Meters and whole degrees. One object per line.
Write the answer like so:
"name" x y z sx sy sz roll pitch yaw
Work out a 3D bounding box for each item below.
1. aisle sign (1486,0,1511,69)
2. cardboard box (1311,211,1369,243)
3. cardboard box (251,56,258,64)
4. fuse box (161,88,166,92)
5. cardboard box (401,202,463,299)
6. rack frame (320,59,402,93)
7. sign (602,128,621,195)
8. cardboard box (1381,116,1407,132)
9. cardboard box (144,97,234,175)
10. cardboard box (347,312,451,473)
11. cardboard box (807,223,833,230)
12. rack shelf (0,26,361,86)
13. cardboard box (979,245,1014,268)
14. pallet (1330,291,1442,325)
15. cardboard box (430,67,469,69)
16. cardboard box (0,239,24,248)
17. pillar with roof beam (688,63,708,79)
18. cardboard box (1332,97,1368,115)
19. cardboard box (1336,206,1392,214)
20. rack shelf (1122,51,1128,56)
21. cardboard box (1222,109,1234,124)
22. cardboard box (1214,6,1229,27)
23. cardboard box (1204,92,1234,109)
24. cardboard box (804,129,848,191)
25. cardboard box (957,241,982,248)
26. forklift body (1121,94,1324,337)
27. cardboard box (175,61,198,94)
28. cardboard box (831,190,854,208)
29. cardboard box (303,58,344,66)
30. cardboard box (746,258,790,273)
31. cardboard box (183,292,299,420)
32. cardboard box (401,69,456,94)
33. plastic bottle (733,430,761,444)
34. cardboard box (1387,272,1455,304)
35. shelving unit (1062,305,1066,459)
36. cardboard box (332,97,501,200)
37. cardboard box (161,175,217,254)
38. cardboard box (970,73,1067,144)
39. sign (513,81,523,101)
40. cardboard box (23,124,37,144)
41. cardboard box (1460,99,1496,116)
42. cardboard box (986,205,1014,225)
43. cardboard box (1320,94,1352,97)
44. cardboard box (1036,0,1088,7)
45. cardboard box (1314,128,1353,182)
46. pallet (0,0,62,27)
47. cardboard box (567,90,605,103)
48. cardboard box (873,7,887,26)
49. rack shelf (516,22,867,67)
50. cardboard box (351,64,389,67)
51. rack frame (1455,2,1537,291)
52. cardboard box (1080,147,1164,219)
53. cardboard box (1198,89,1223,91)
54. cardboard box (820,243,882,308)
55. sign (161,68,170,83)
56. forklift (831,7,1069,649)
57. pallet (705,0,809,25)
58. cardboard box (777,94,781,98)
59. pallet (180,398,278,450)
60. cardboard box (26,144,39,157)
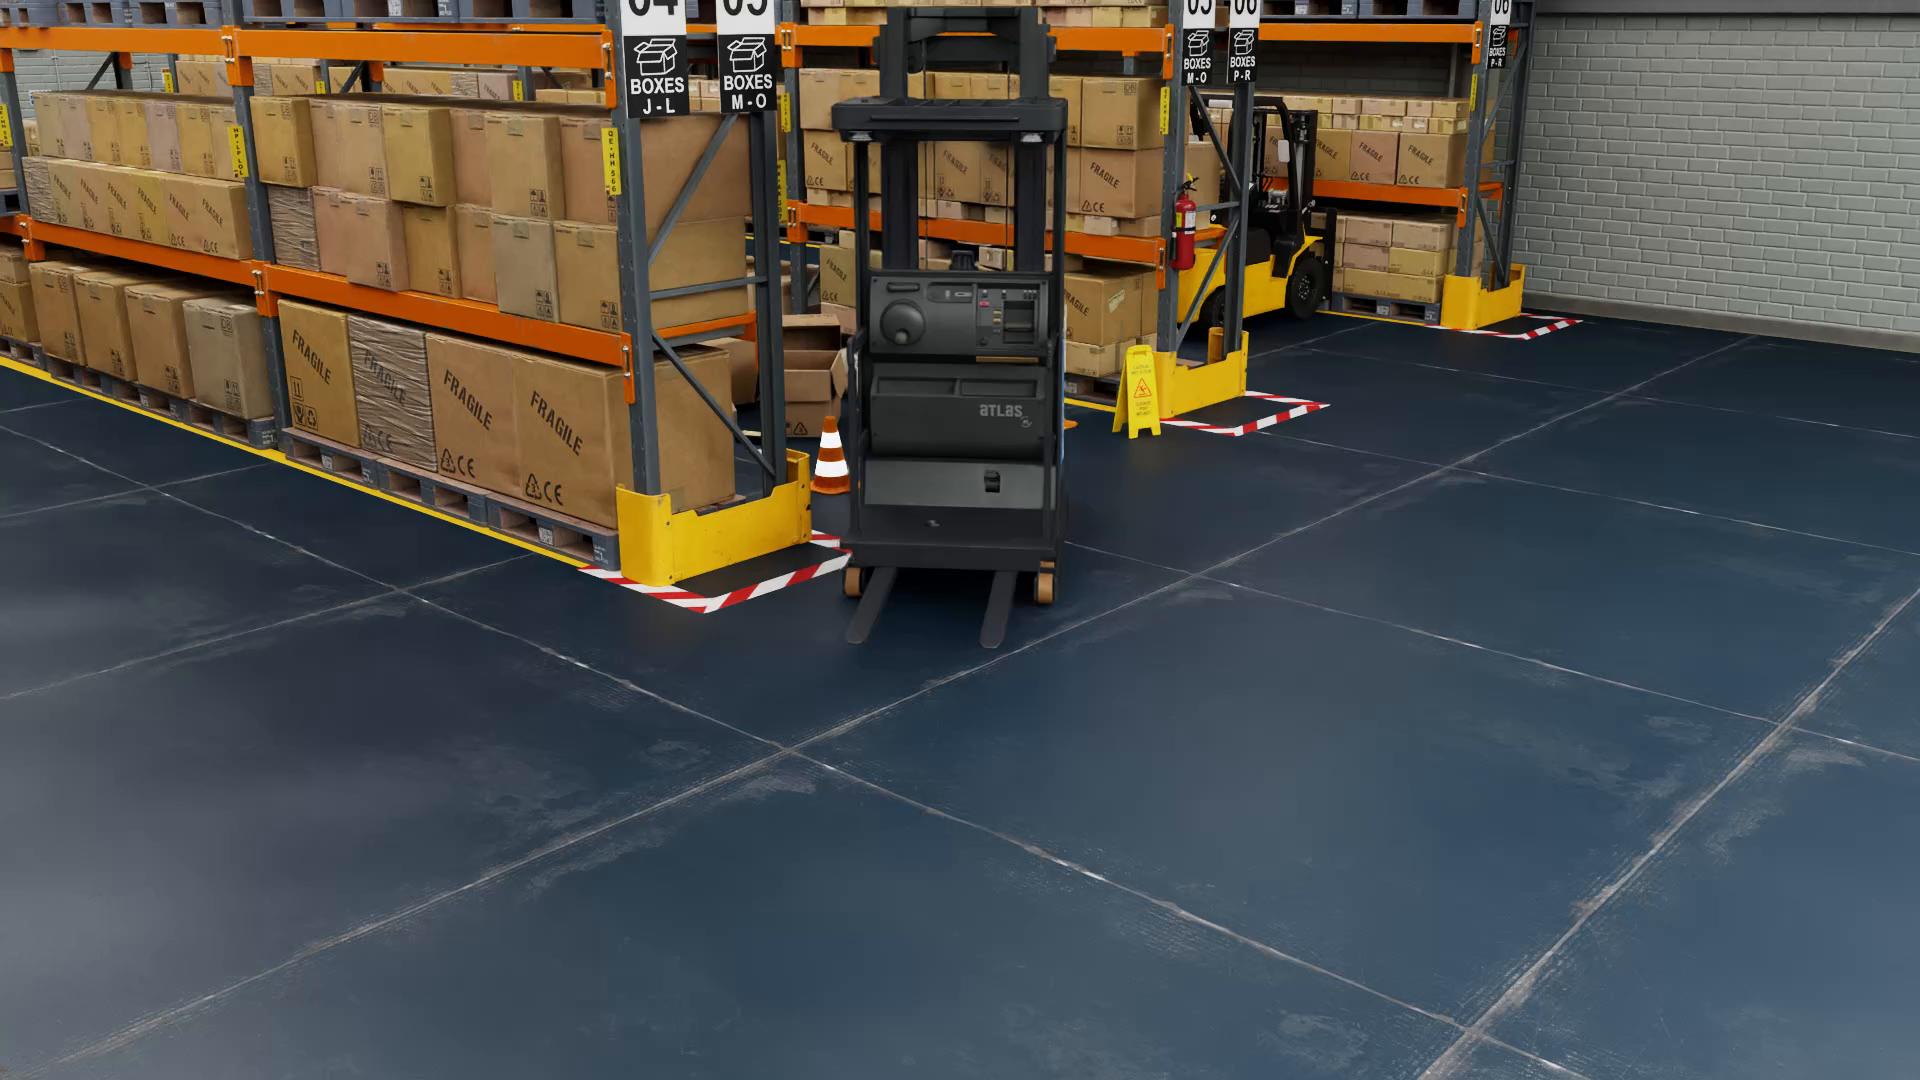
"aisle sign" 4.991 -4.766 15.374 0.004 0.787 0.394 15 23 39
"cardboard box" 3.816 -3.195 16.919 0.500 0.250 0.500 15 23 40
"cardboard box" -8.680 -6.033 20.771 0.250 0.149 0.380 15 23 39
"fuse box" -12.851 -6.654 27.751 0.414 1.711 0.539 15 23 39
"cardboard box" -2.858 -1.822 10.146 0.500 0.550 0.875 15 23 39
"rack frame" -7.130 -4.893 20.069 0.127 3.000 1.000 15 23 39
"sign" -1.735 -1.888 8.295 0.005 0.325 0.100 15 23 39
"cardboard box" 4.328 -4.080 16.273 0.250 0.149 0.380 16 23 40
"cardboard box" -5.496 -2.973 12.202 0.500 0.500 0.700 15 23 40
"cardboard box" -3.256 -1.011 10.657 0.875 0.875 0.875 15 23 40
"cardboard box" -1.673 -4.361 21.832 0.500 0.500 0.500 15 23 38
"rack shelf" -5.852 -3.634 12.335 4.000 0.370 1.077 15 23 39
"cardboard box" 0.372 -2.304 13.452 0.250 0.149 0.380 16 24 42
"pallet" 4.537 -2.422 16.894 1.213 0.211 1.003 15 23 39
"cardboard box" -5.871 -5.175 19.142 0.500 0.500 0.500 16 24 41
"cardboard box" -8.419 -2.492 14.704 0.500 0.250 0.500 15 23 40
"pillar with roof beam" -6.618 -8.245 20.717 0.400 9.000 9.100 15 23 39
"cardboard box" 3.905 -4.313 16.513 0.250 0.149 0.380 16 23 41
"cardboard box" 4.160 -3.315 17.296 0.500 0.250 0.500 15 23 39
"rack shelf" 0.650 -5.898 19.469 4.000 0.370 1.077 15 23 39
"cardboard box" 2.948 -4.426 17.363 0.250 0.149 0.380 15 23 39
"cardboard box" 1.813 -3.933 12.503 0.250 0.149 0.380 15 23 39
"cardboard box" 2.764 -4.621 17.485 0.250 0.149 0.380 16 23 40
"cardboard box" -1.002 -3.324 14.471 0.500 0.500 0.500 15 23 39
"cardboard box" -0.144 -2.373 14.743 0.500 0.500 0.500 16 23 40
"forklift body" 2.508 -3.170 16.046 1.214 2.155 2.313 15 23 39
"cardboard box" -9.952 -6.059 21.927 0.500 0.500 0.500 14 23 38
"cardboard box" -0.900 -2.992 14.495 0.250 0.149 0.380 16 24 41
"cardboard box" -7.572 -5.716 19.773 0.250 0.149 0.380 14 23 38
"cardboard box" -2.080 -2.482 16.124 0.950 0.372 0.625 -17 24 -42
"cardboard box" -4.881 -1.378 12.020 0.750 0.750 1.050 15 23 39
"cardboard box" -5.829 -4.964 18.476 0.500 0.500 0.500 15 23 38
"plastic bottle" -1.501 -0.732 11.816 0.283 0.061 0.133 7 19 21
"cardboard box" 4.576 -2.519 16.442 0.500 0.250 0.500 15 23 40
"shelving unit" 0.375 -0.857 10.328 0.503 1.200 0.258 6 19 18
"cardboard box" -3.302 -2.427 10.266 0.550 0.550 0.875 15 23 39
"cardboard box" -5.302 -2.339 11.859 0.500 0.500 0.500 15 23 39
"cardboard box" 0.495 -3.385 13.008 0.500 0.500 0.700 15 23 39
"sign" -4.504 -4.515 16.965 0.005 0.325 0.100 15 23 39
"cardboard box" -8.146 -3.607 14.755 0.250 0.149 0.380 14 22 37
"cardboard box" 5.028 -4.221 16.225 0.250 0.149 0.380 14 23 38
"cardboard box" 0.420 -2.631 13.358 0.250 0.149 0.380 15 23 39
"cardboard box" 3.890 -4.538 17.223 0.250 0.149 0.380 15 23 40
"cardboard box" 0.917 -4.129 12.461 0.500 0.250 0.500 15 23 39
"cardboard box" 3.829 -3.903 16.786 0.500 0.500 0.500 14 23 38
"pallet" -6.832 -4.172 13.151 1.003 0.211 1.213 16 24 42
"cardboard box" -3.561 -4.233 16.640 0.500 0.500 0.500 17 24 42
"cardboard box" -0.498 -4.329 13.750 0.250 0.149 0.380 16 24 41
"rack shelf" -2.642 -4.775 15.928 4.000 0.370 1.077 15 23 39
"cardboard box" -7.325 -5.567 20.377 0.500 0.500 0.500 15 23 40
"rack frame" 5.137 -3.607 16.018 0.127 3.000 1.000 15 23 39
"cardboard box" 1.256 -2.719 12.564 0.500 0.500 0.500 15 23 38
"cardboard box" 2.745 -4.853 18.216 0.250 0.149 0.380 14 23 38
"cardboard box" -0.884 -2.354 14.681 0.500 0.500 0.500 16 24 42
"sign" -13.043 -7.691 27.522 0.001 0.242 0.339 15 23 39
"forklift" -0.025 -1.172 8.459 1.130 2.935 3.031 2 18 5
"pallet" -1.538 -4.774 15.049 1.003 0.211 1.213 15 23 39
"cardboard box" -1.682 -3.935 15.702 0.500 0.500 0.500 15 23 39
"pallet" -4.984 -0.955 12.271 1.213 0.211 1.003 15 23 39
"cardboard box" -7.983 -3.421 14.661 0.250 0.149 0.380 14 22 38
